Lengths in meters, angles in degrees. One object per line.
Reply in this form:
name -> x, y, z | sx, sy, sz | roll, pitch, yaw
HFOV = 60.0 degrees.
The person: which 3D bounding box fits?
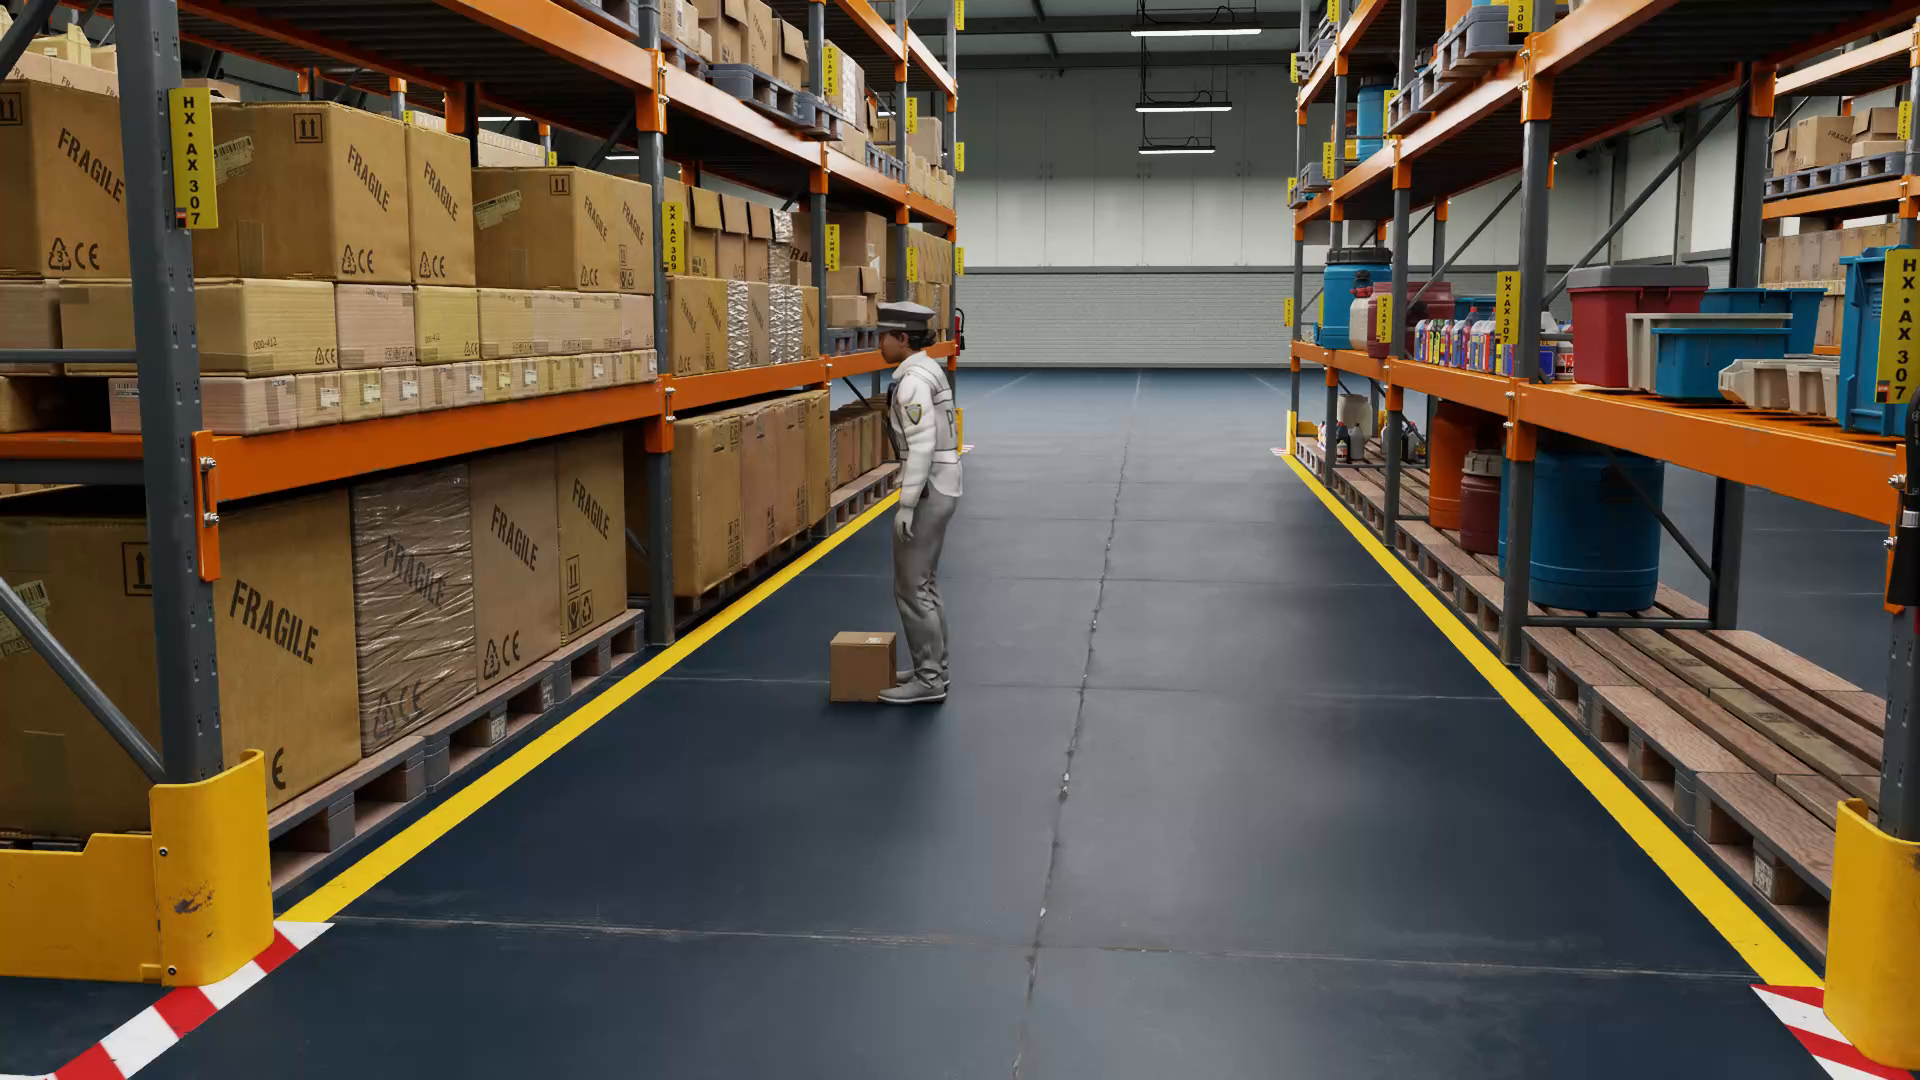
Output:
person -> -0.176, -0.158, 6.956 | 0.377, 1.663, 0.539 | 1, 8, 5
